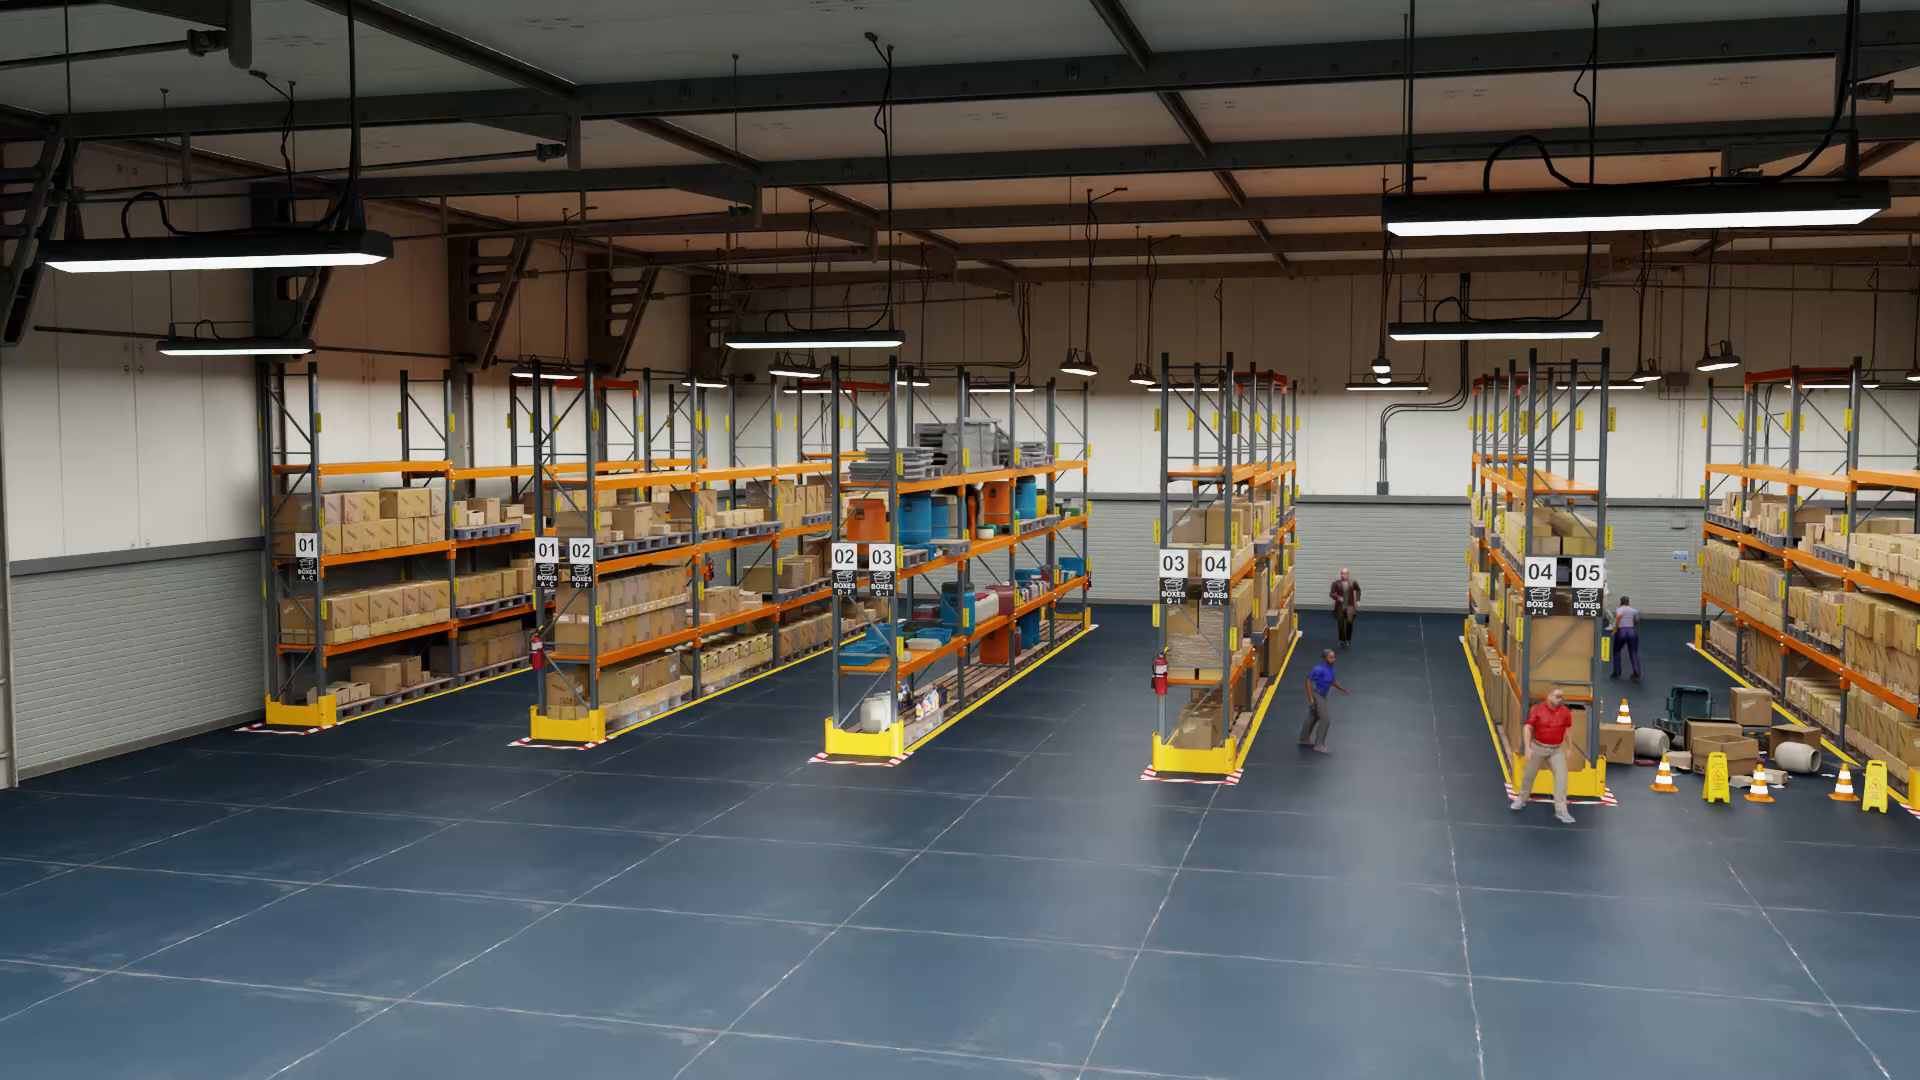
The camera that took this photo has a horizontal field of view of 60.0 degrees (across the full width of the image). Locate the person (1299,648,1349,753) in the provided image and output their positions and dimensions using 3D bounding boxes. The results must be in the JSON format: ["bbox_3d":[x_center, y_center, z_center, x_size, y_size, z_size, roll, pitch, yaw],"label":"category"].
[{"bbox_3d":[5.535,2.429,25.435,0.822,1.594,0.659,3,5,33],"label":"person"}]

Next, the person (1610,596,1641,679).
[{"bbox_3d":[13.021,1.918,32.472,0.601,1.625,0.946,0,4,2],"label":"person"}]

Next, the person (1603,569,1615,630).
[{"bbox_3d":[15.300,1.324,39.745,0.795,1.853,0.702,0,4,-1],"label":"person"}]

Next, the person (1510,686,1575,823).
[{"bbox_3d":[7.462,2.675,21.164,0.710,1.685,0.902,0,4,-1],"label":"person"}]

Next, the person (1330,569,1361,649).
[{"bbox_3d":[8.562,1.524,36.952,0.686,1.780,0.845,1,4,10],"label":"person"}]
